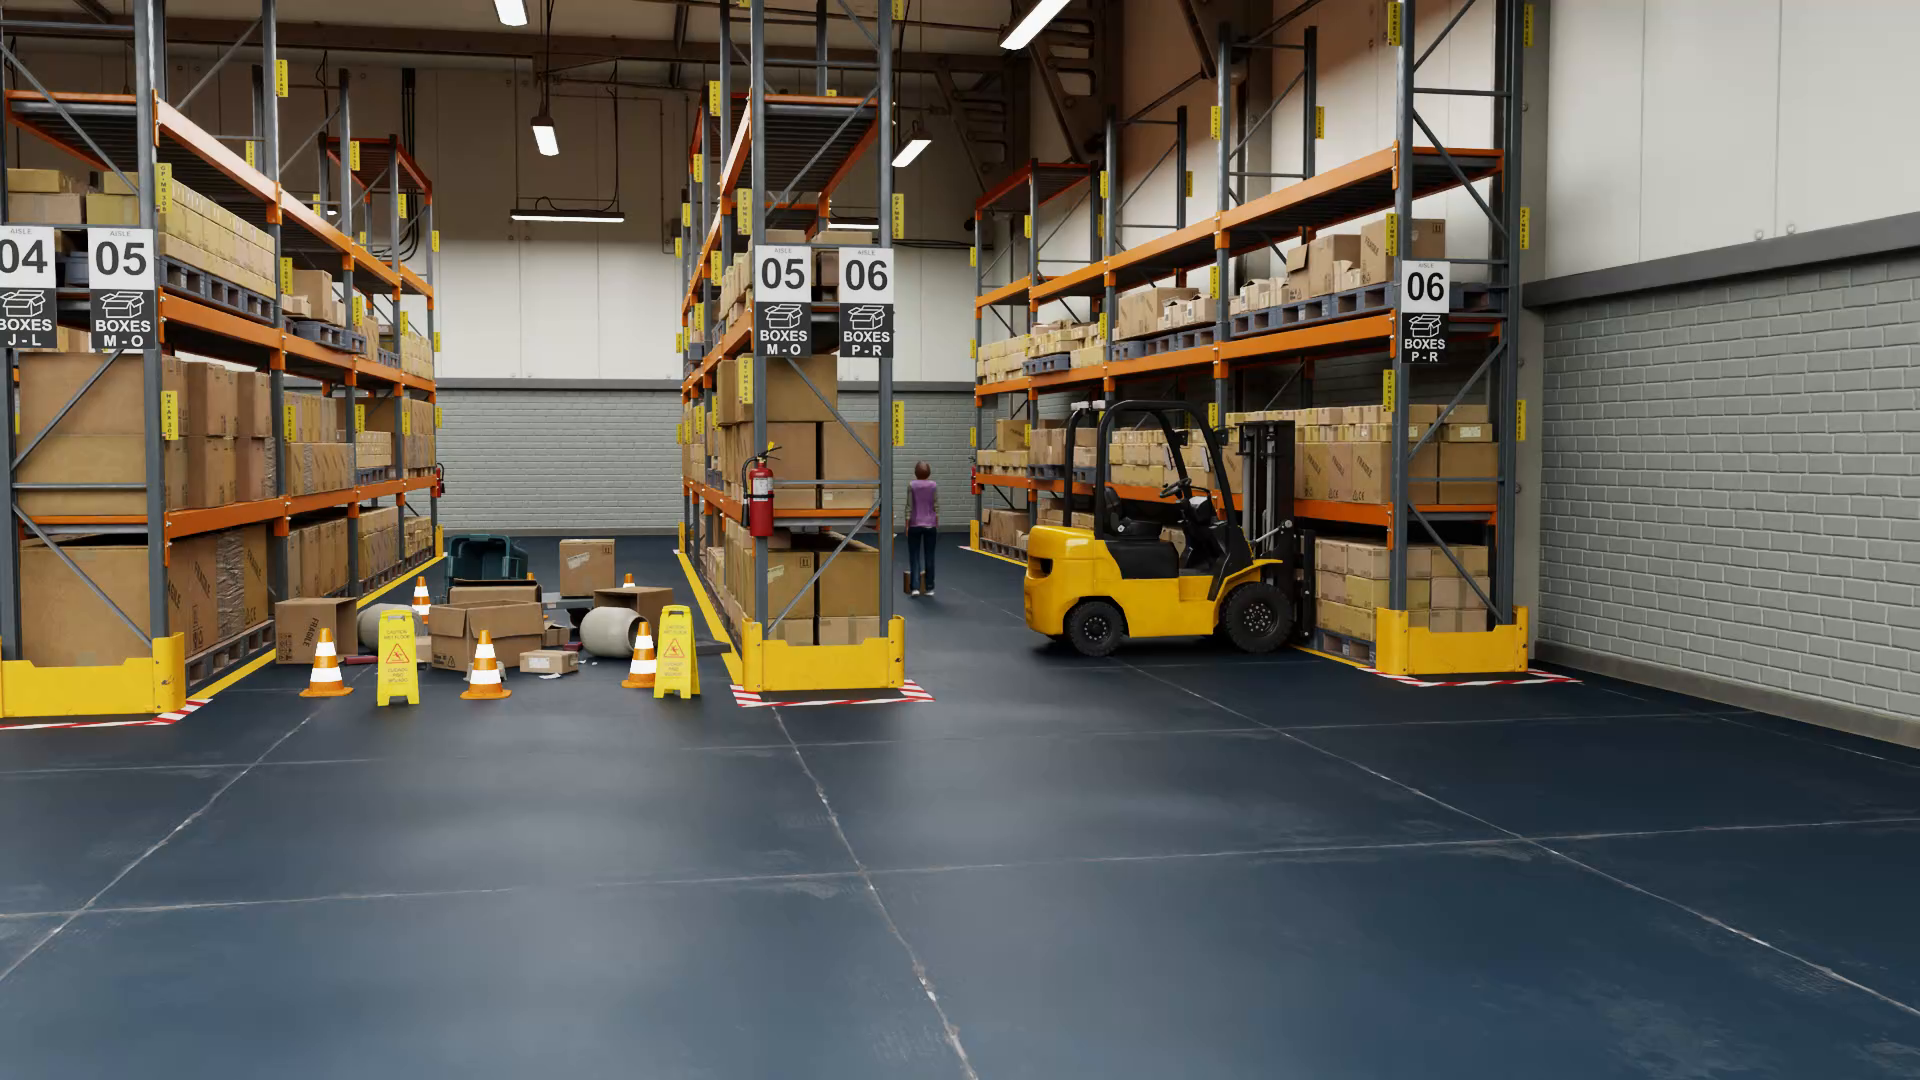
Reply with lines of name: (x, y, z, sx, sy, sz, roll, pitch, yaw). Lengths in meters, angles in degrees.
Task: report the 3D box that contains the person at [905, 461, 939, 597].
person: (-0.453, -0.111, 19.621, 0.414, 1.649, 0.357, -1, 3, -10)
